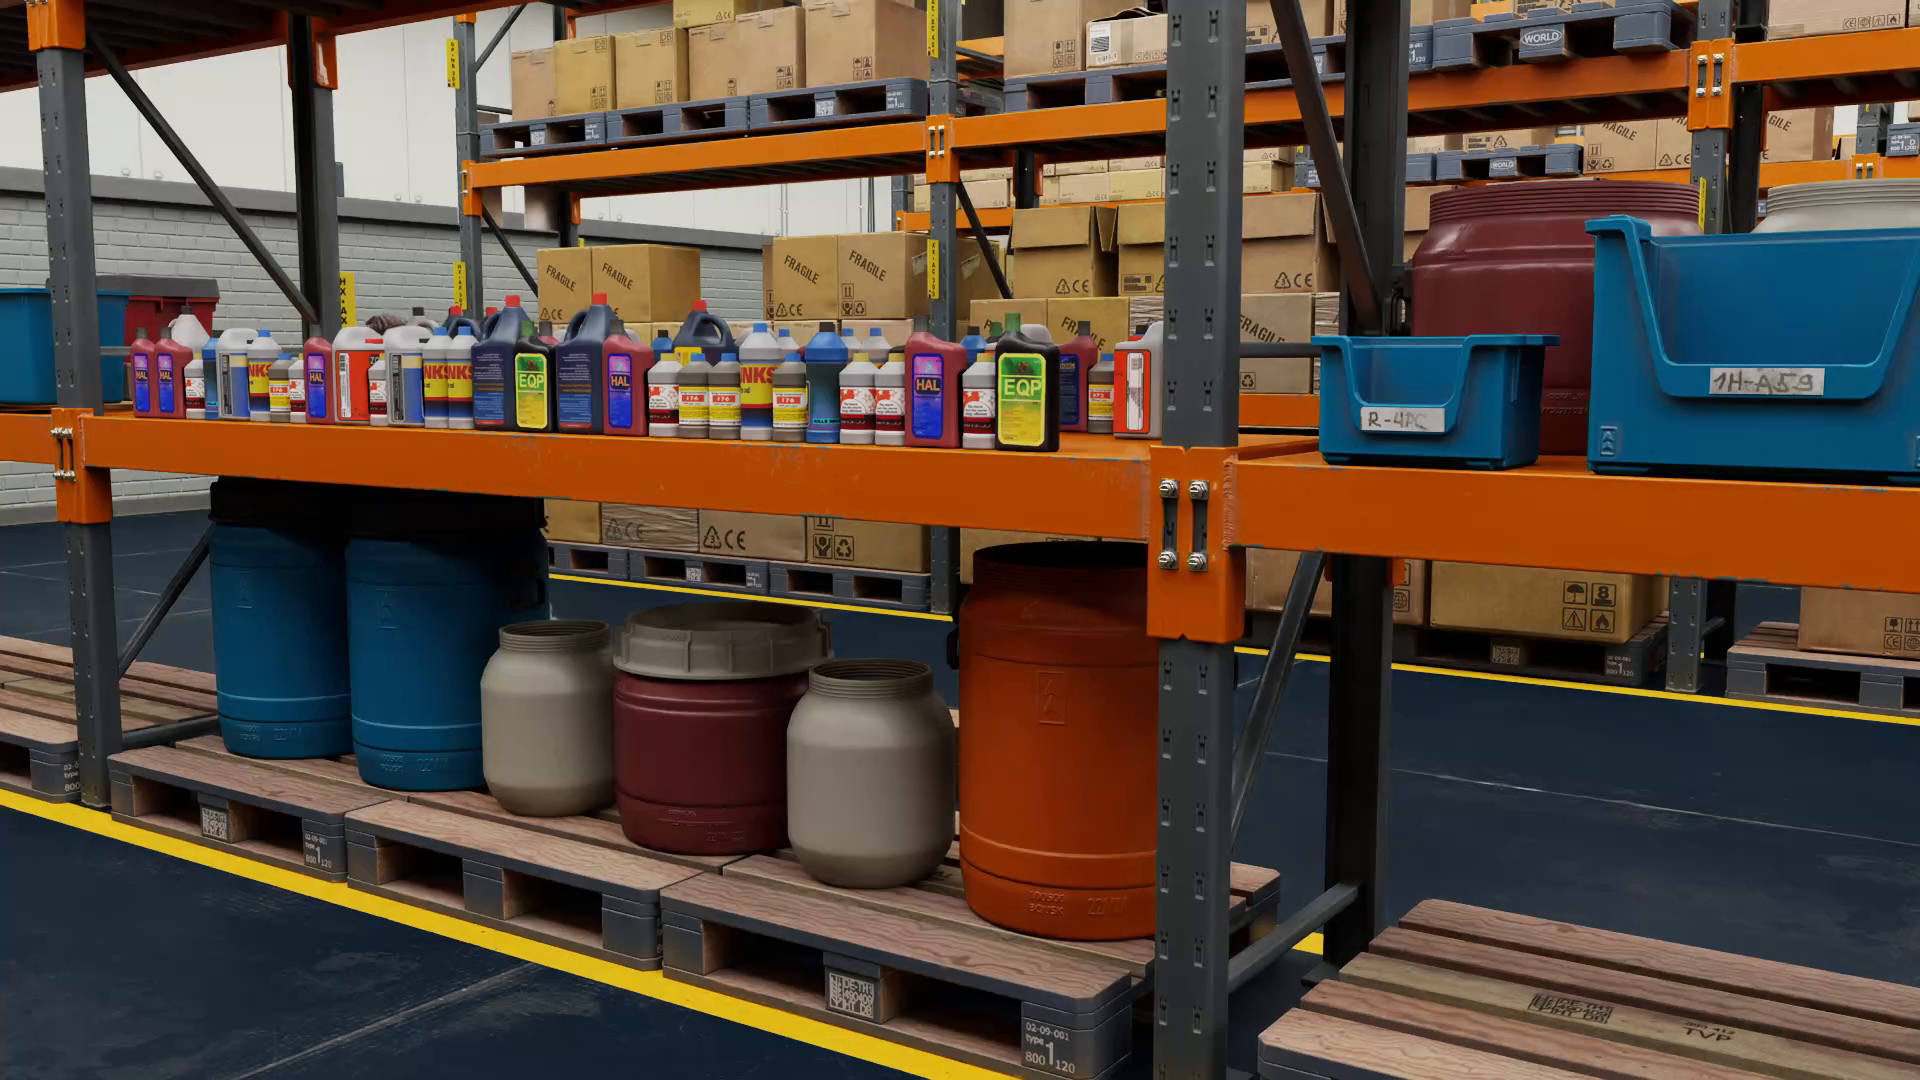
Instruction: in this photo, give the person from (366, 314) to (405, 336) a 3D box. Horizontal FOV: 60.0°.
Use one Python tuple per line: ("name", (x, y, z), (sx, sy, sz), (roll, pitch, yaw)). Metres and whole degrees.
("person", (-2.636, -0.171, 7.467), (0.834, 1.672, 0.464), (3, 7, 28))
